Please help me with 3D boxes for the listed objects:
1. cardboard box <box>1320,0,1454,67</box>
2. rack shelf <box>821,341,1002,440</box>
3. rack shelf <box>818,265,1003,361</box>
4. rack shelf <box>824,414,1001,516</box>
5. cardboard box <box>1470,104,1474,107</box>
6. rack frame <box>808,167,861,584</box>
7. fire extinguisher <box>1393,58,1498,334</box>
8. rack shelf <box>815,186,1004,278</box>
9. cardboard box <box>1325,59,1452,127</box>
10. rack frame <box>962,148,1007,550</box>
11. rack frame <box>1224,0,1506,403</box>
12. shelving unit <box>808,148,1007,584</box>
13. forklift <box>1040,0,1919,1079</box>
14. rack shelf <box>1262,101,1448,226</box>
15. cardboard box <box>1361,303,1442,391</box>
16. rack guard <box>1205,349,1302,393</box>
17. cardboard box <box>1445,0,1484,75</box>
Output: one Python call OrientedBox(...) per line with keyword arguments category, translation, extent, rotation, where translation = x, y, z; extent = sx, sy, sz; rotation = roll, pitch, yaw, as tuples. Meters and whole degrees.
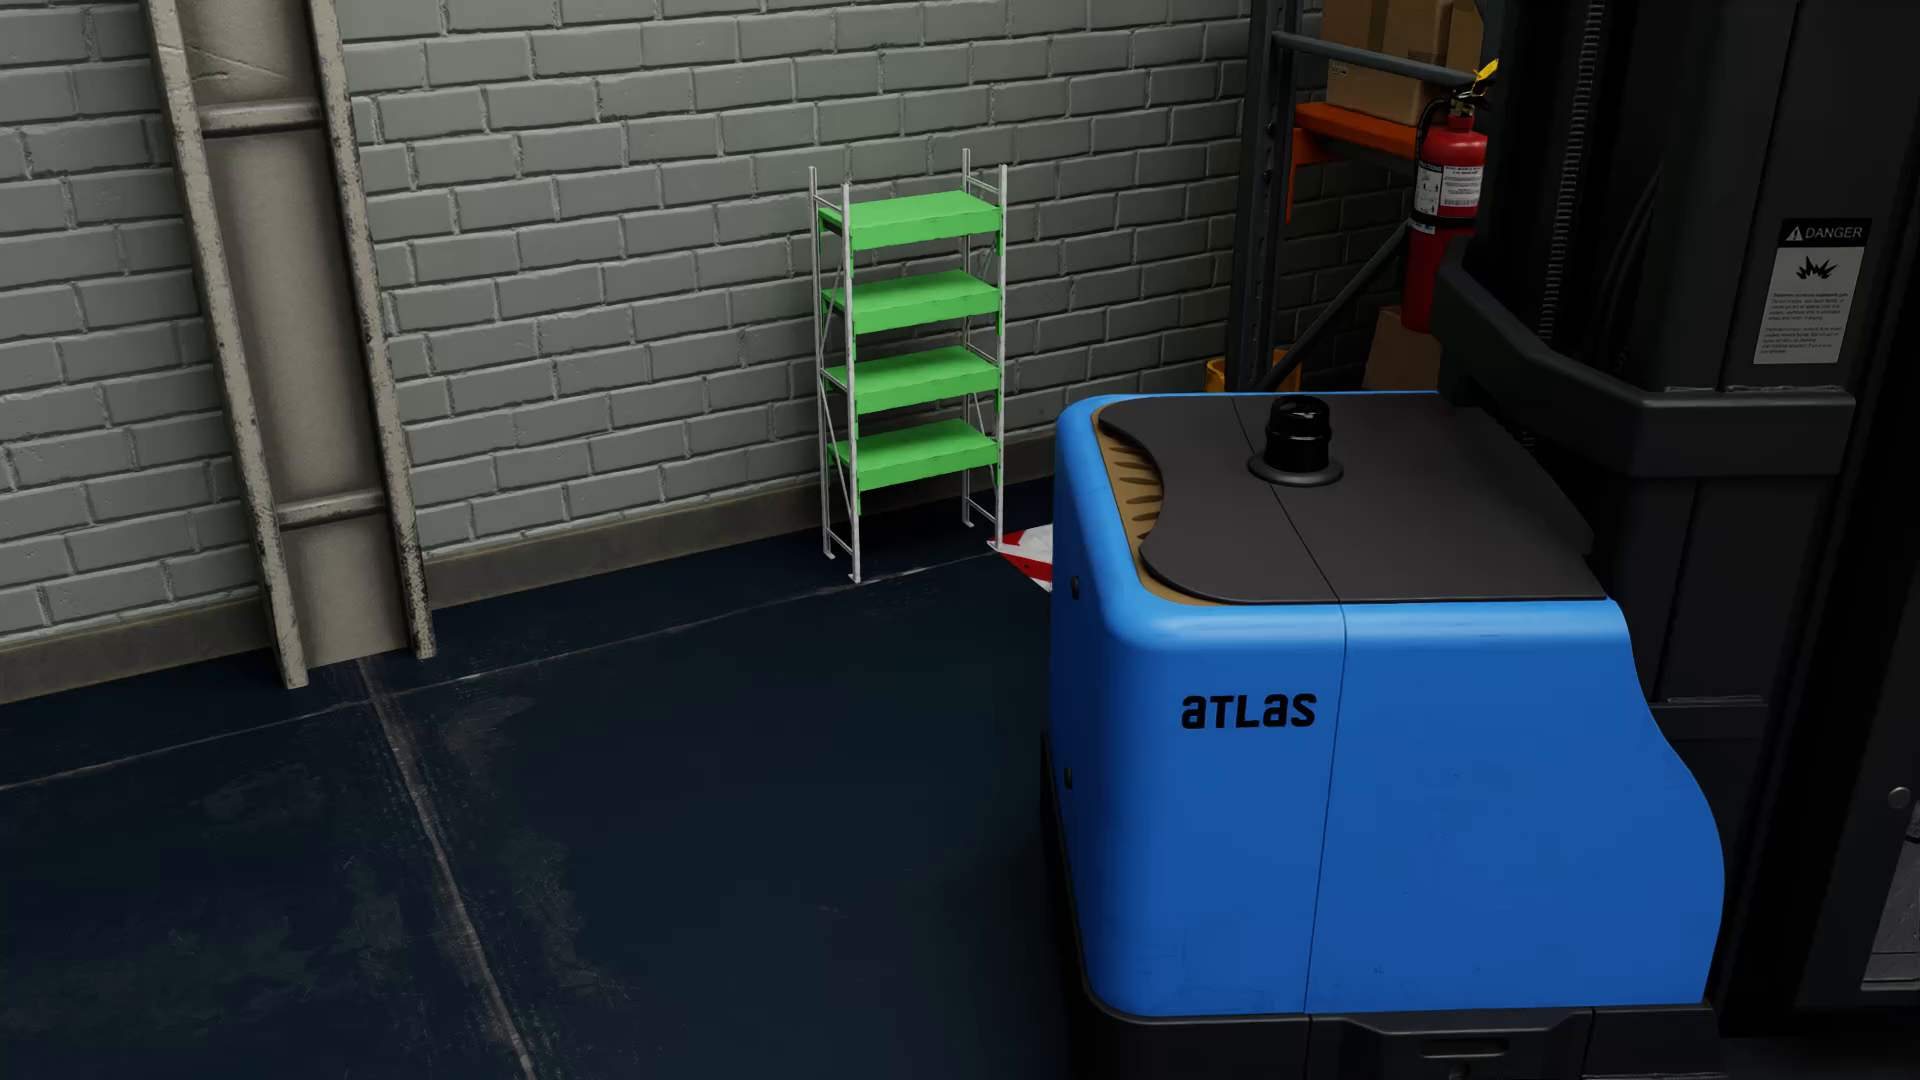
OrientedBox(category="cardboard box", translation=(1.396, -1.519, 4.778), extent=(0.500, 0.250, 0.500), rotation=(-12, 28, -24))
OrientedBox(category="rack shelf", translation=(-0.146, -0.450, 4.948), extent=(0.480, 0.148, 0.258), rotation=(-13, 29, -25))
OrientedBox(category="rack shelf", translation=(-0.146, -0.666, 4.844), extent=(0.480, 0.148, 0.258), rotation=(-13, 29, -25))
OrientedBox(category="rack shelf", translation=(-0.146, -0.233, 5.052), extent=(0.480, 0.148, 0.258), rotation=(-13, 29, -25))
OrientedBox(category="cardboard box", translation=(1.534, -1.107, 4.380), extent=(0.250, 0.149, 0.380), rotation=(-13, 29, -25))
OrientedBox(category="rack frame", translation=(-0.361, -0.457, 4.817), extent=(0.015, 1.200, 0.240), rotation=(-13, 29, -25))
OrientedBox(category="fire extinguisher", translation=(1.202, -0.848, 4.071), extent=(0.183, 0.674, 0.296), rotation=(-13, 29, -25))
OrientedBox(category="rack shelf", translation=(-0.146, -0.882, 4.740), extent=(0.480, 0.148, 0.258), rotation=(-13, 29, -25))
OrientedBox(category="cardboard box", translation=(1.281, -1.314, 4.812), extent=(0.250, 0.149, 0.380), rotation=(-13, 29, -26))
OrientedBox(category="rack frame", translation=(0.069, -0.557, 5.023), extent=(0.015, 1.200, 0.240), rotation=(-13, 29, -25))
OrientedBox(category="rack frame", translation=(1.115, -1.258, 4.404), extent=(0.127, 3.000, 1.000), rotation=(-13, 29, -25))
OrientedBox(category="shelving unit", translation=(-0.146, -0.507, 4.920), extent=(0.503, 1.200, 0.258), rotation=(-13, 29, -25))
OrientedBox(category="forklift", translation=(1.712, -0.470, 2.843), extent=(3.031, 2.935, 1.130), rotation=(-1, 26, -2))
OrientedBox(category="rack shelf", translation=(2.879, -1.341, 5.408), extent=(4.000, 0.370, 1.077), rotation=(-13, 29, -25))
OrientedBox(category="cardboard box", translation=(1.699, -0.410, 5.037), extent=(0.637, 0.503, 0.797), rotation=(-14, 29, -27))
OrientedBox(category="rack guard", translation=(1.182, -0.146, 4.977), extent=(0.348, 0.500, 1.175), rotation=(-13, 29, -25))
OrientedBox(category="cardboard box", translation=(1.642, -1.314, 4.350), extent=(0.500, 0.250, 0.500), rotation=(-13, 28, -25))
